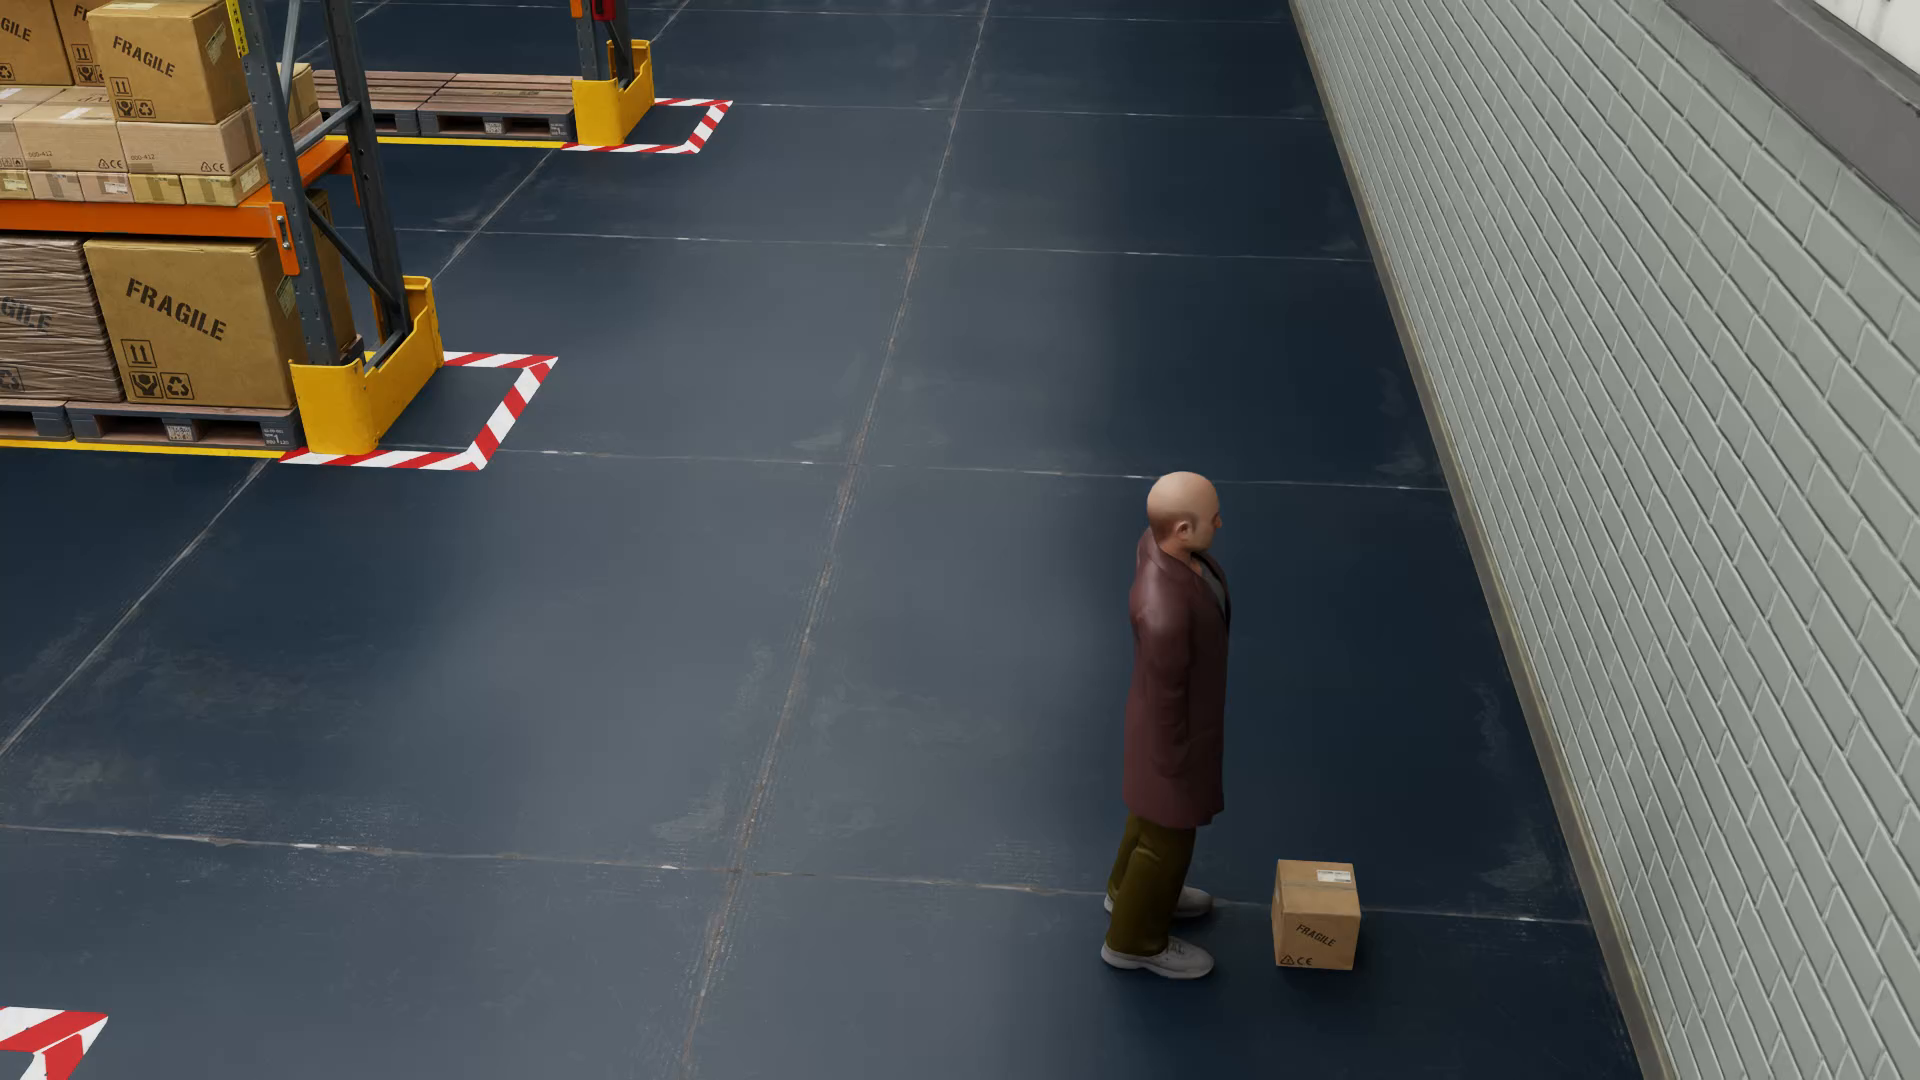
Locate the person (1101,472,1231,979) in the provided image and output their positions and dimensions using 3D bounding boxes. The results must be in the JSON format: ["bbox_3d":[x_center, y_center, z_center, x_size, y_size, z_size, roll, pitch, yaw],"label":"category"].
[{"bbox_3d":[0.674,0.575,5.219,0.377,1.779,0.561,3,32,5],"label":"person"}]
